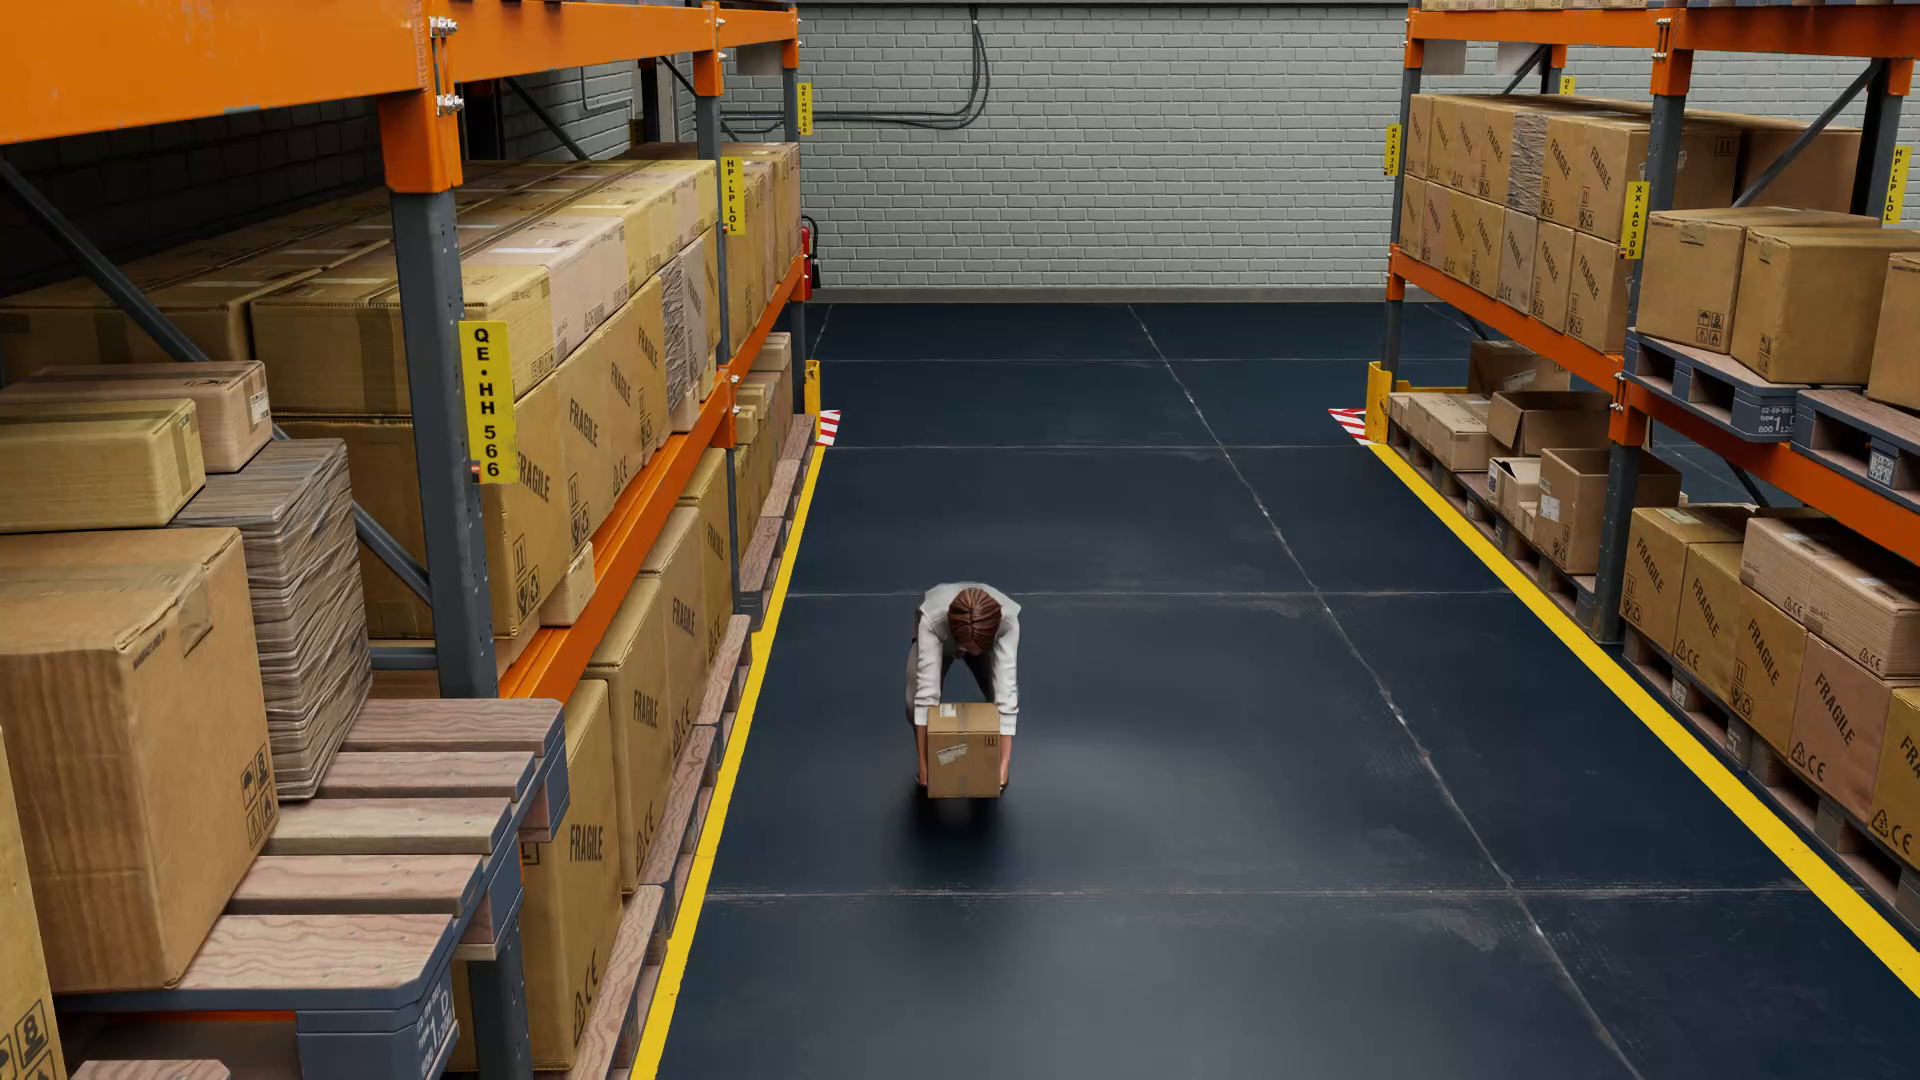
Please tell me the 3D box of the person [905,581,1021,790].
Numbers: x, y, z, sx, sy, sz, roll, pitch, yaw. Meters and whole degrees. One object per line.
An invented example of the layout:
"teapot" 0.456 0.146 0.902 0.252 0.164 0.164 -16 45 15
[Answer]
"person" 0.007 0.518 6.092 0.419 0.896 0.833 0 17 -1
